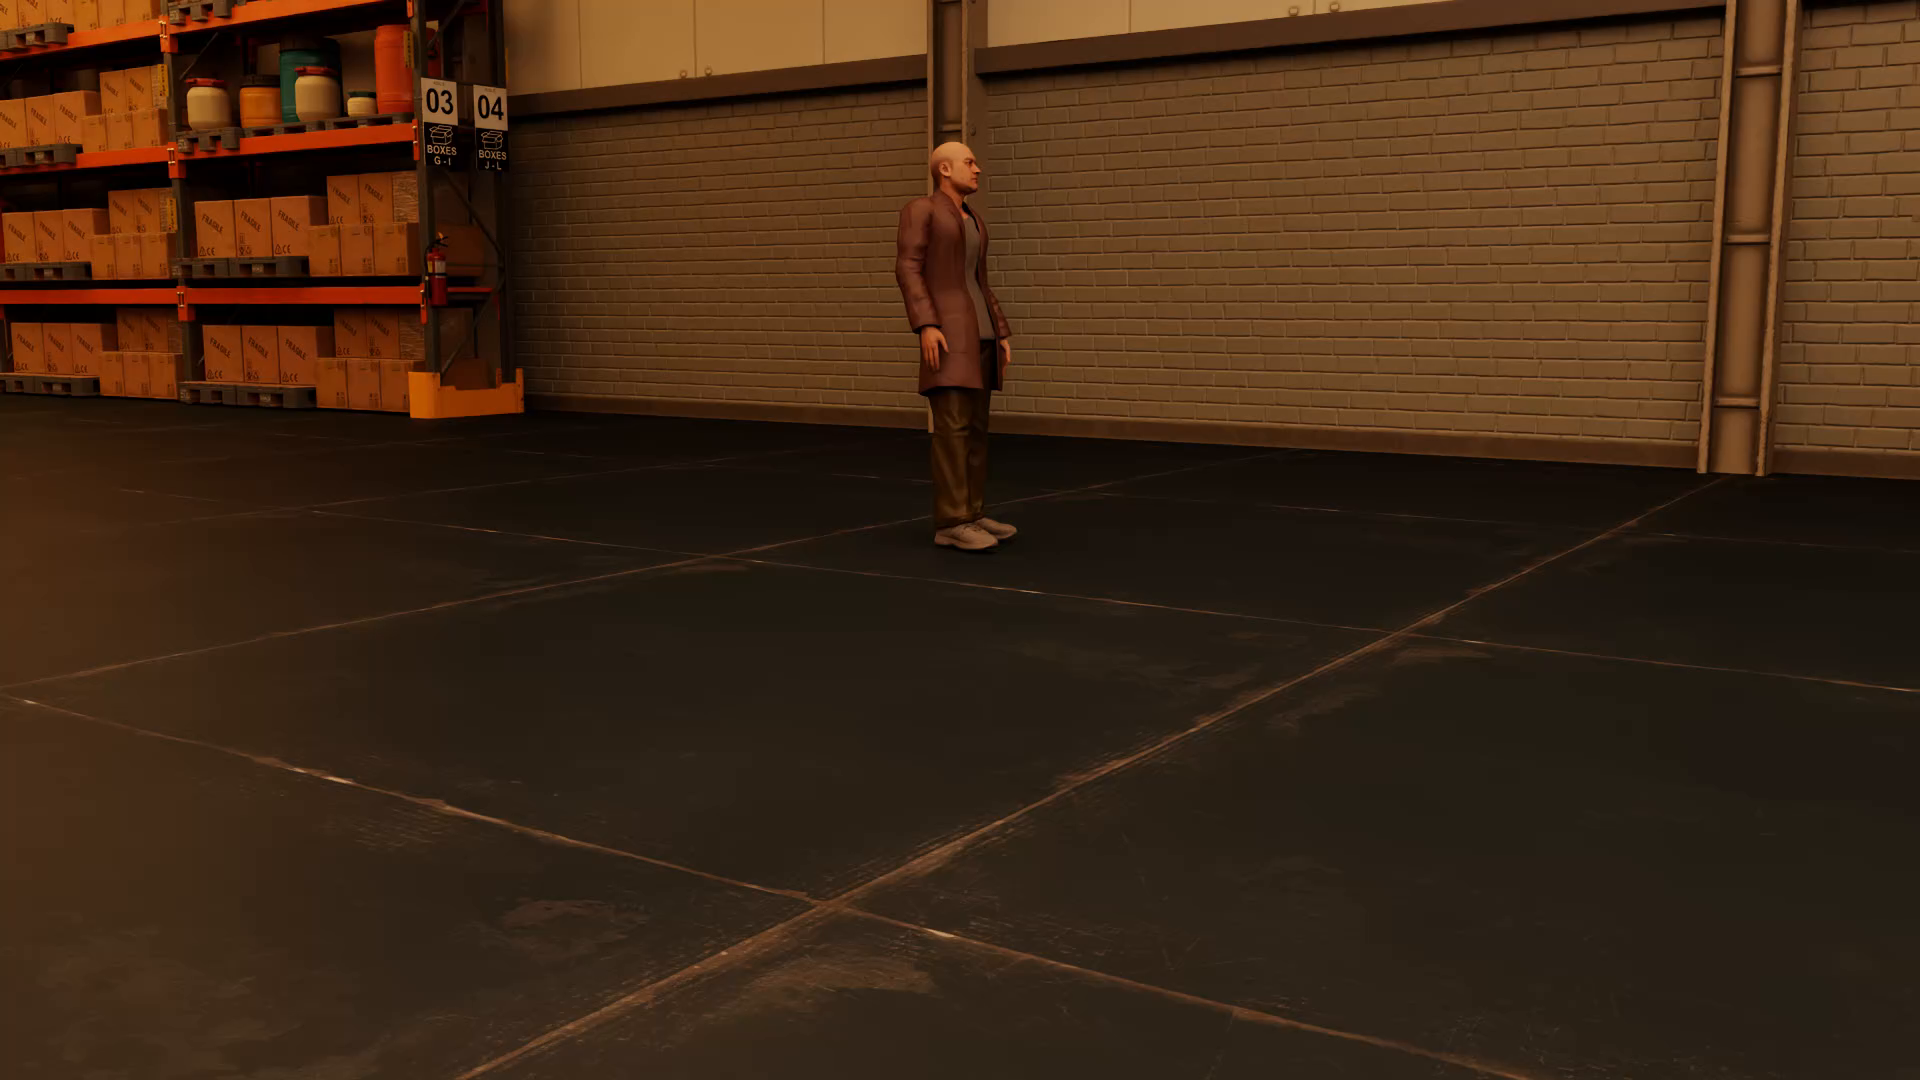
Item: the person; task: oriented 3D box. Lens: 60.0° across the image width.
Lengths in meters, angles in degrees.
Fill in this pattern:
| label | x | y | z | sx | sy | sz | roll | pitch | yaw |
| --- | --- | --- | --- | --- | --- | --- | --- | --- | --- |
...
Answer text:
| label | x | y | z | sx | sy | sz | roll | pitch | yaw |
| --- | --- | --- | --- | --- | --- | --- | --- | --- | --- |
| person | 0.072 | -0.879 | 7.423 | 0.582 | 1.775 | 0.696 | 5 | 10 | 34 |
